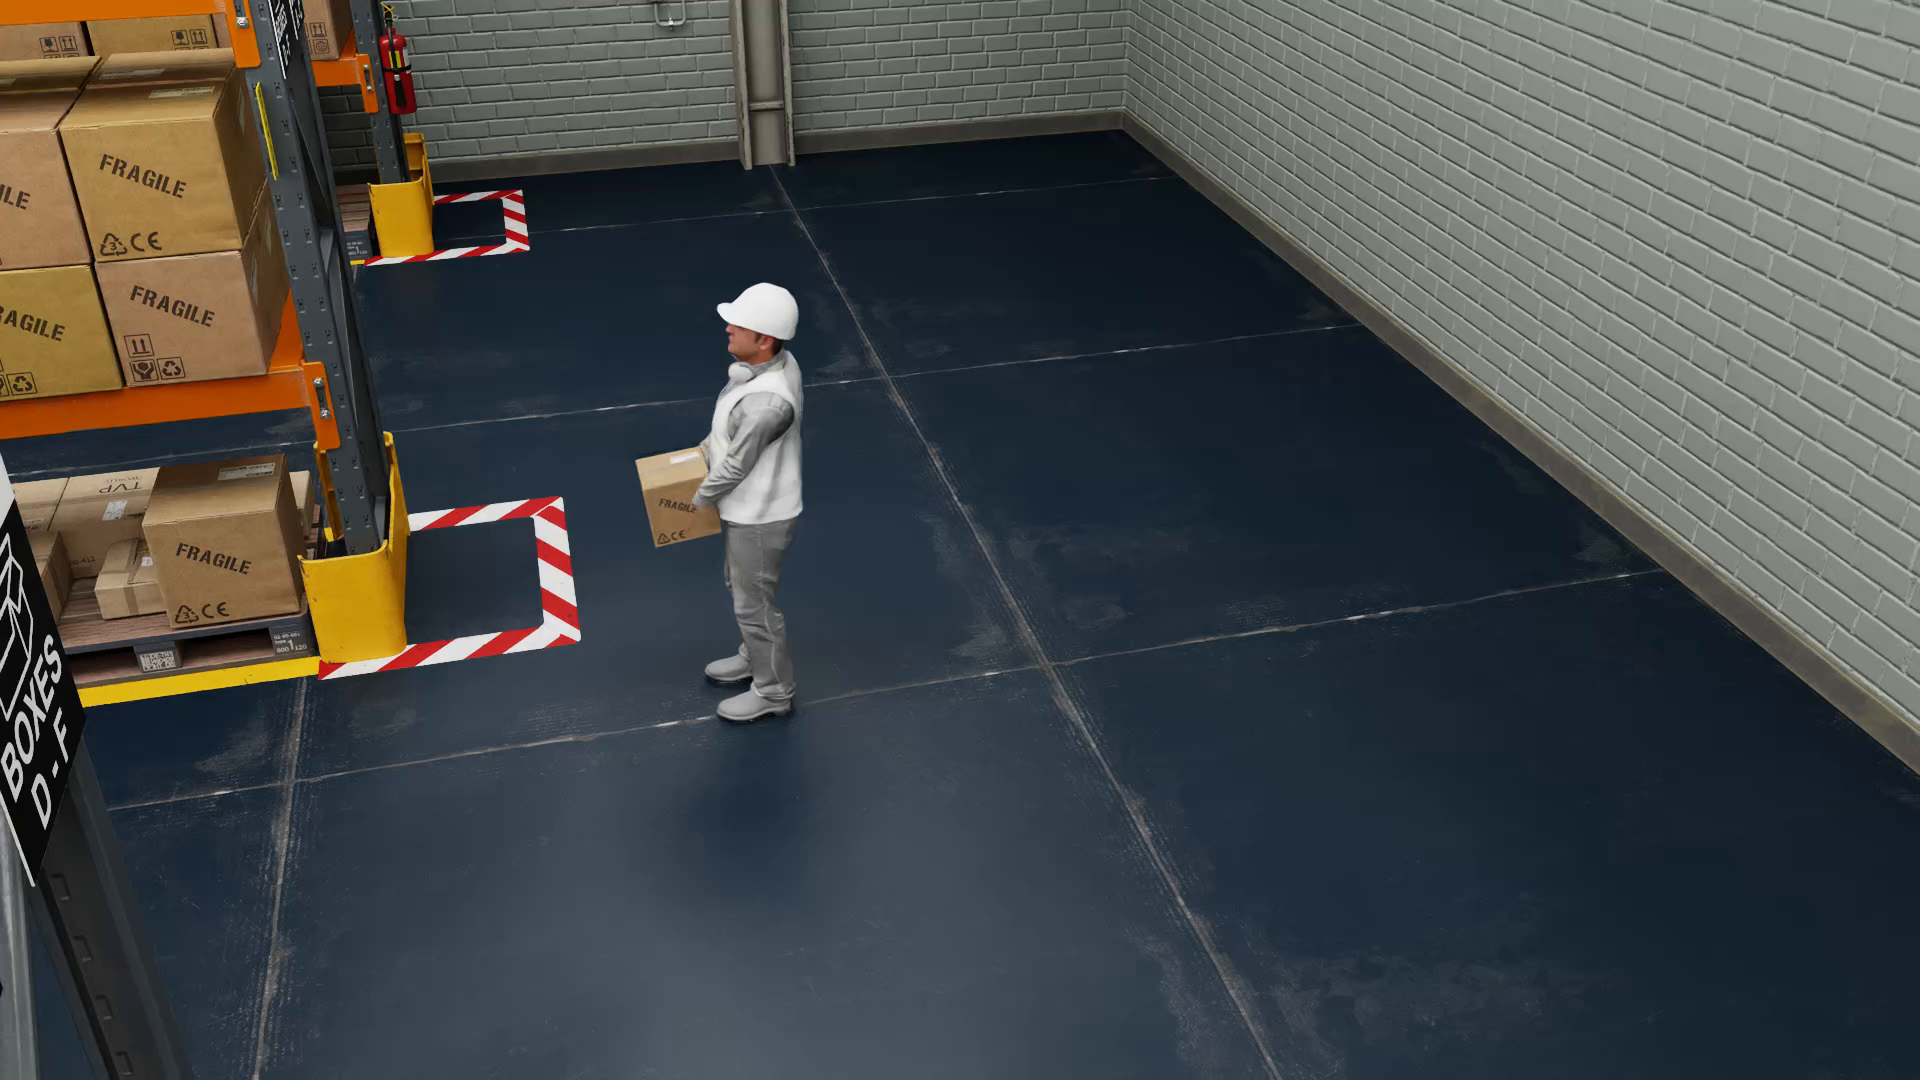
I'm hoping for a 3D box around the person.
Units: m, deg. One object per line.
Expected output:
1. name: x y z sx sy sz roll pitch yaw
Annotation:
1. person: -0.850 -0.136 6.336 0.545 1.775 0.501 -2 30 -3
